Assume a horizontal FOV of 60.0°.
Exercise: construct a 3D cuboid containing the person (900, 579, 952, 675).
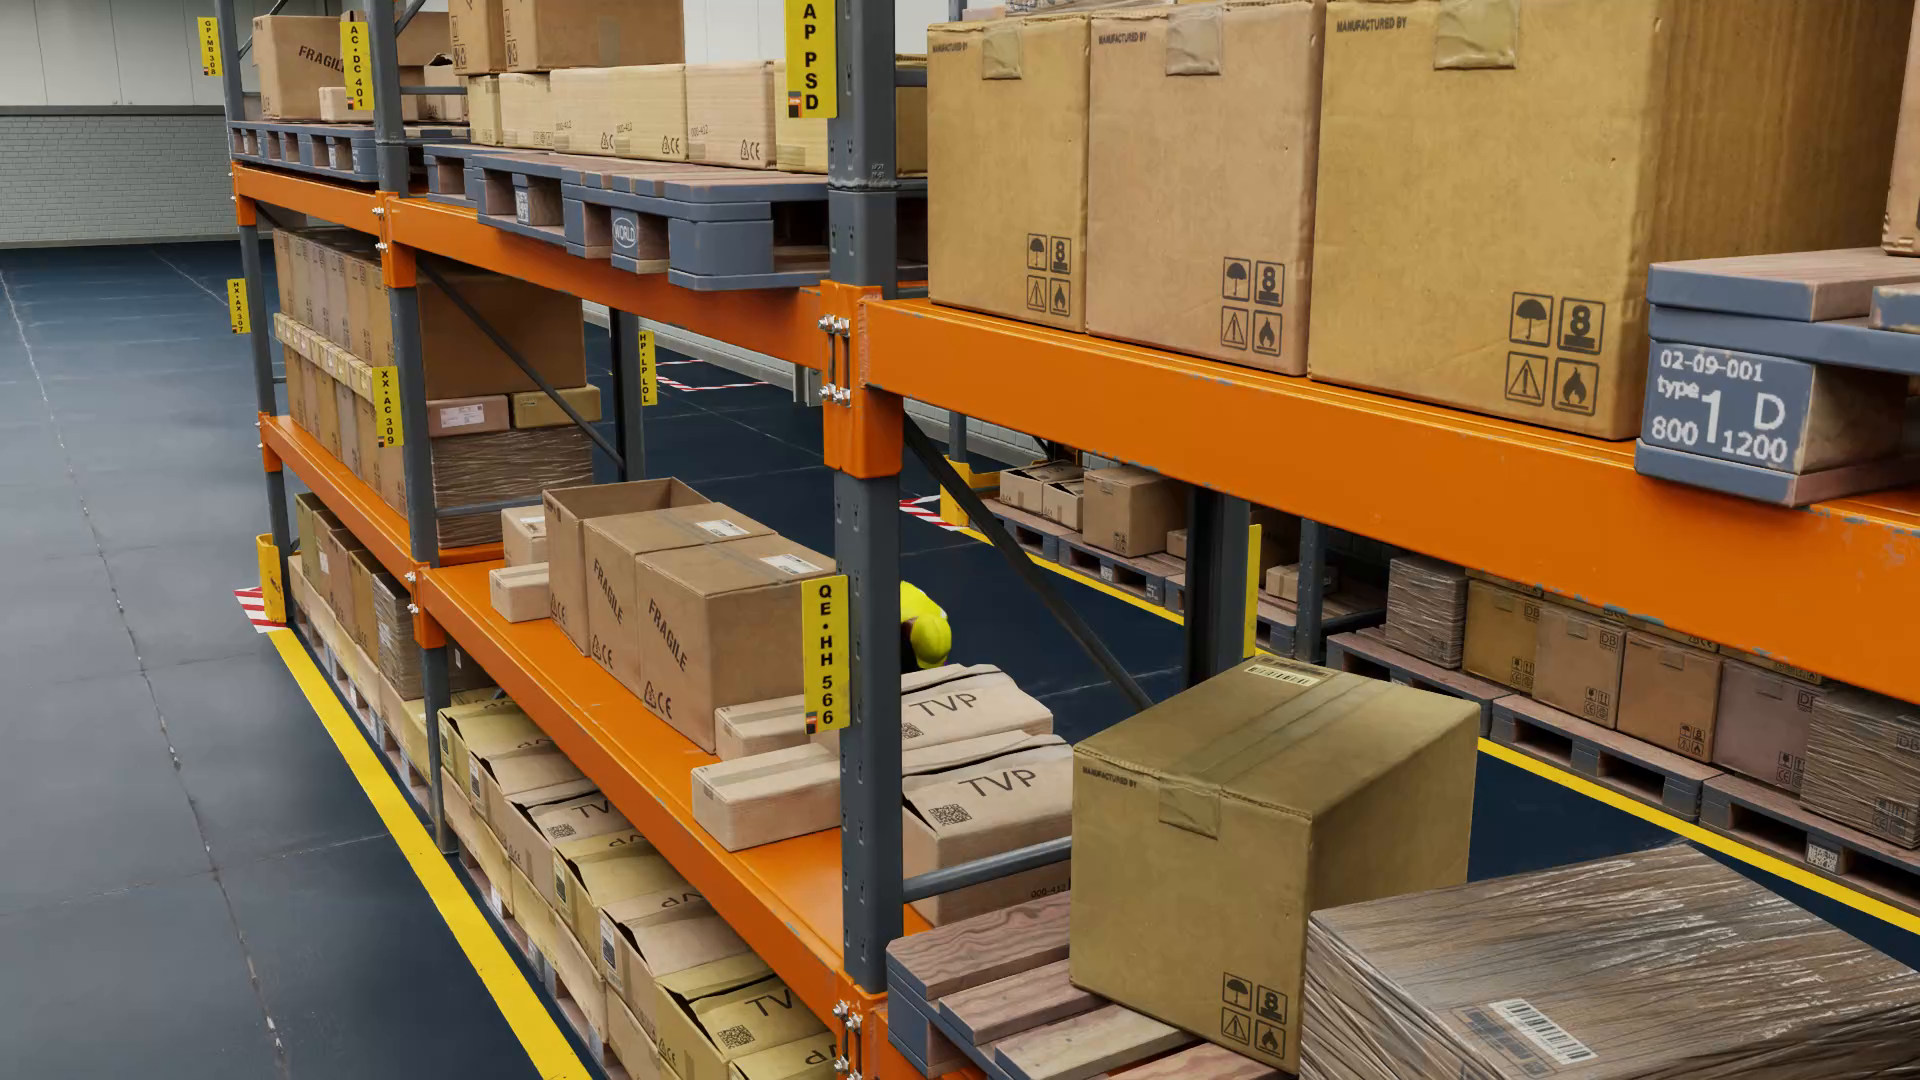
[{"bbox_3d":[-0.347,0.620,8.455,0.511,0.864,0.980,-9,17,-32],"label":"person"}]
